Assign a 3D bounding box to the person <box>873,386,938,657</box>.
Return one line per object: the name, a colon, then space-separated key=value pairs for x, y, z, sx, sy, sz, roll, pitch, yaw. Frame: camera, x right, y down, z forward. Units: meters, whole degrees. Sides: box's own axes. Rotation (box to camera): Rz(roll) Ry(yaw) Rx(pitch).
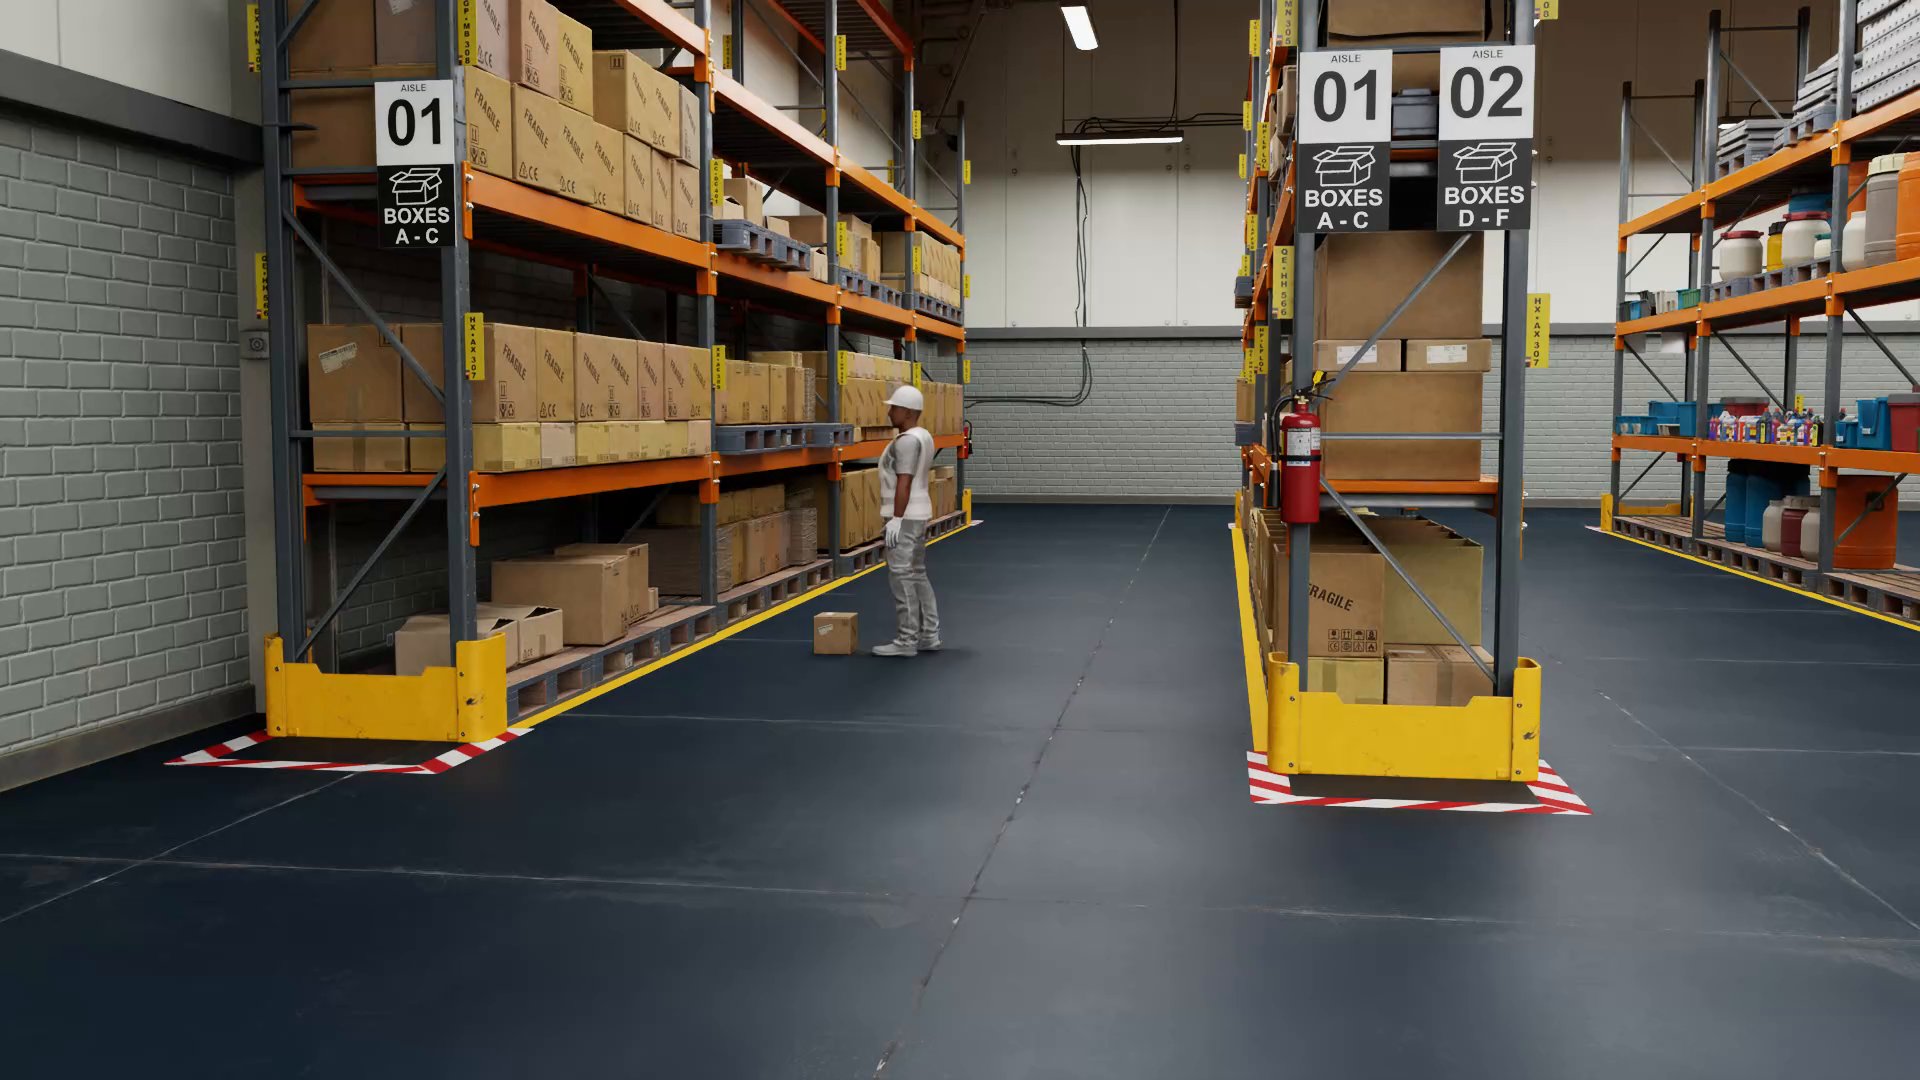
person: x=-0.368 y=-0.106 z=11.091 sx=0.379 sy=1.828 sz=0.568 roll=1 pitch=4 yaw=10
